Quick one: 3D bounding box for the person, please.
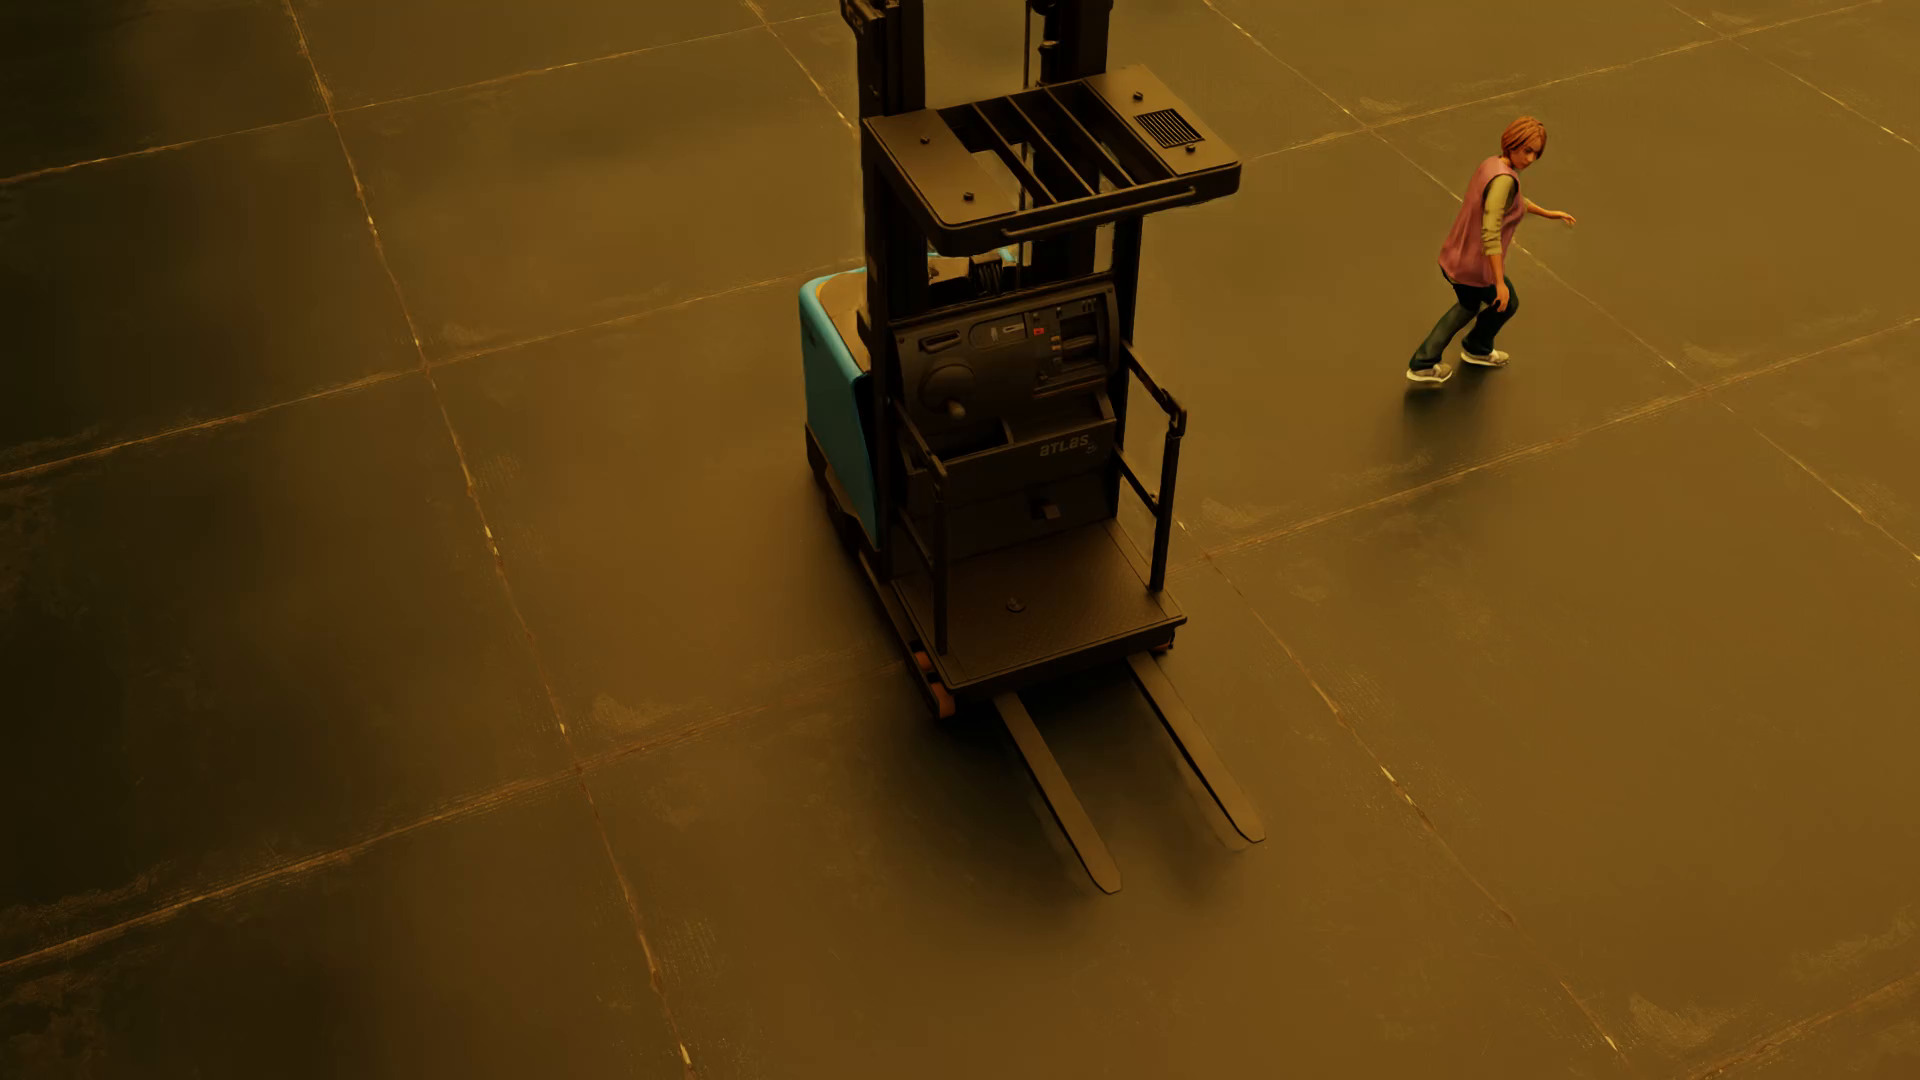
[{"bbox_3d":[2.691,-1.345,8.214,0.764,1.479,0.704,-8,44,-9],"label":"person"}]

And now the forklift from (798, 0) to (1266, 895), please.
[{"bbox_3d":[0.277,-0.649,6.375,1.130,2.935,3.031,-16,45,-16],"label":"forklift"}]
